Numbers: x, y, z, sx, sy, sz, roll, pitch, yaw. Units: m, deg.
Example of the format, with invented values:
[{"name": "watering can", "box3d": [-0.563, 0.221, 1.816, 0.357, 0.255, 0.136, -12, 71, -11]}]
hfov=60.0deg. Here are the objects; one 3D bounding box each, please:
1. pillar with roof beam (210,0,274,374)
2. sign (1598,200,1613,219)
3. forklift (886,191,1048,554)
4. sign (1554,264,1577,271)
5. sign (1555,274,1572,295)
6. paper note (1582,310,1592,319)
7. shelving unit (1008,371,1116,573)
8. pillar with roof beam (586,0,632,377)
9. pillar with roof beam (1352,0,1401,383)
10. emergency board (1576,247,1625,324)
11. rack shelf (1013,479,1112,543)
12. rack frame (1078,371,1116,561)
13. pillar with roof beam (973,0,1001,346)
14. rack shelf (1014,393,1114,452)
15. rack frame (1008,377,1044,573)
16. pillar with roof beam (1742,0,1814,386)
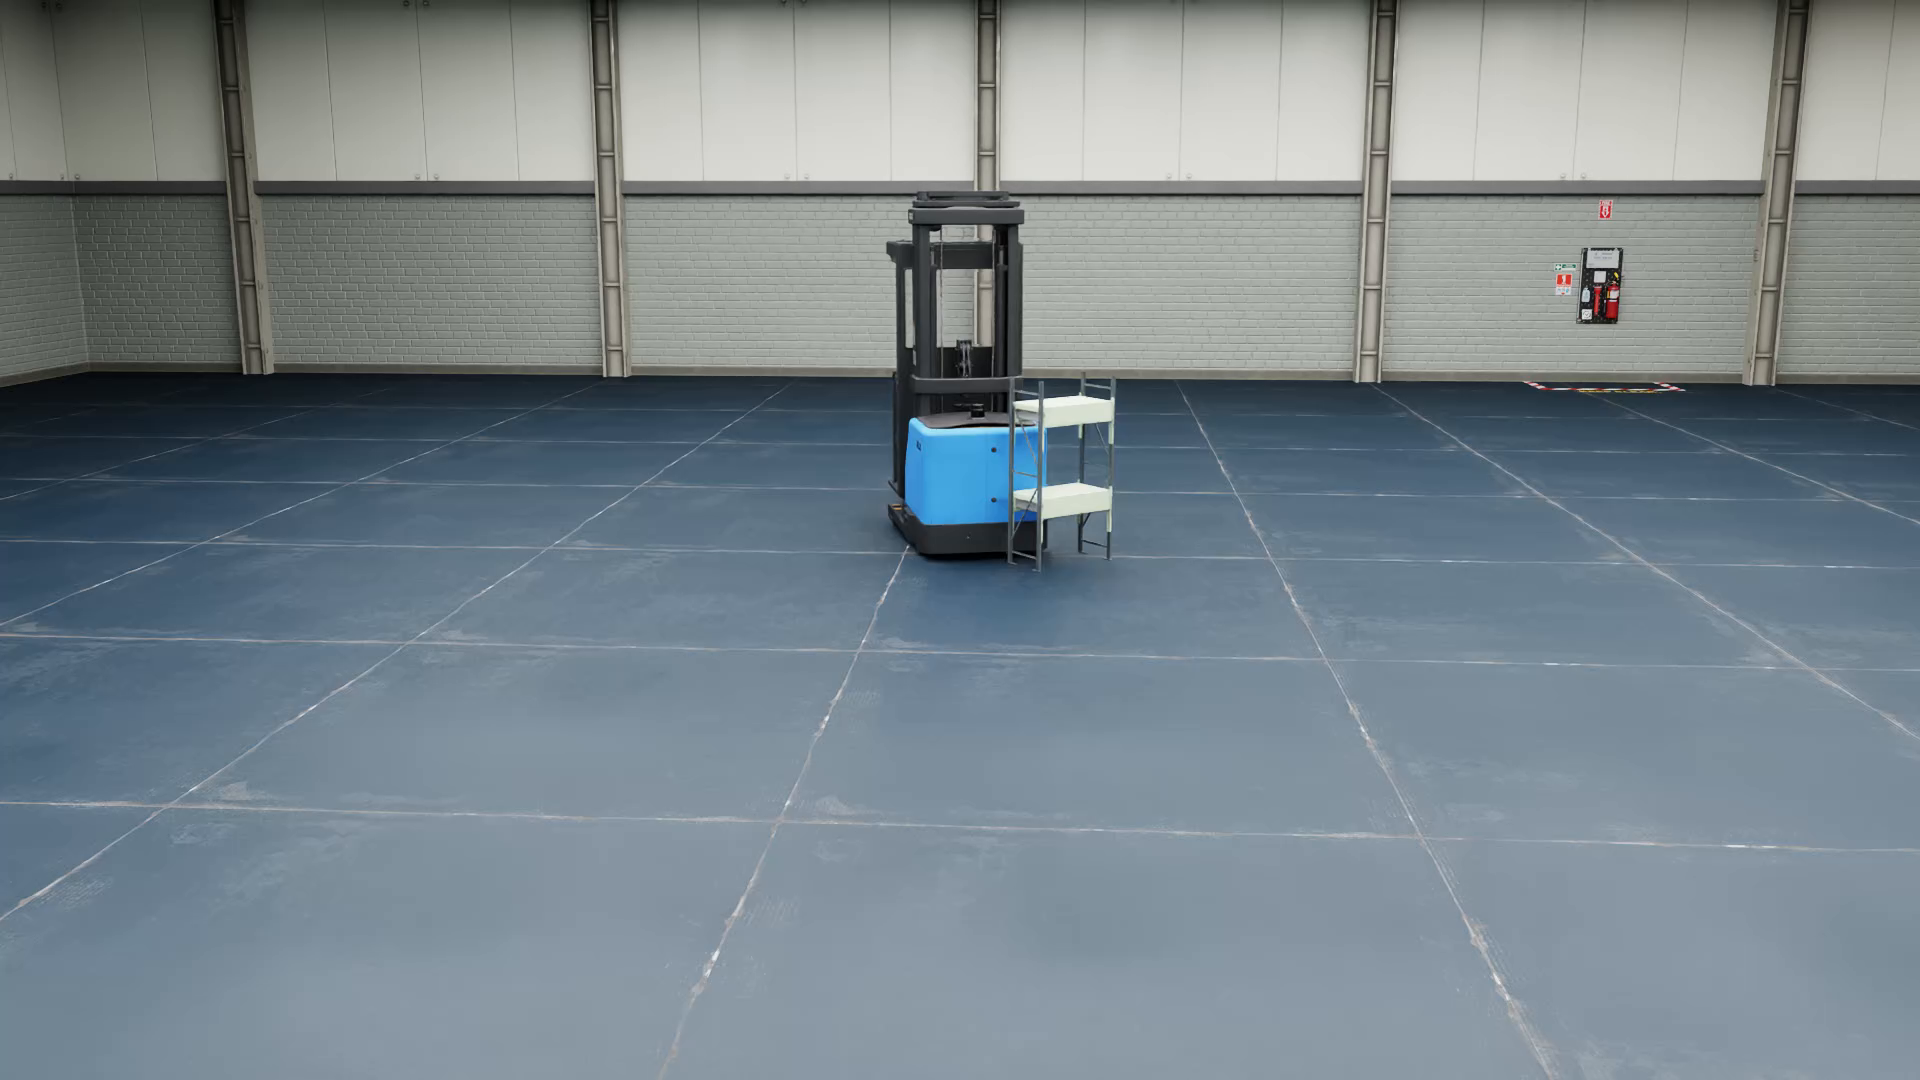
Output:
[{"name": "pillar with roof beam", "box3d": [-11.838, -6.272, 22.275, 0.400, 9.000, 9.100, 1, 12, 4]}, {"name": "sign", "box3d": [9.932, -5.084, 25.583, 0.199, 0.298, 0.001, 1, 12, 4]}, {"name": "forklift", "box3d": [-0.046, -1.571, 14.621, 1.130, 2.935, 3.031, -2, 12, -10]}, {"name": "sign", "box3d": [9.392, -4.232, 25.792, 0.331, 0.109, 0.001, 1, 12, 4]}, {"name": "sign", "box3d": [9.388, -3.975, 25.856, 0.234, 0.329, 0.001, 1, 12, 4]}, {"name": "paper note", "box3d": [9.761, -3.514, 25.892, 0.142, 0.148, 0.016, 1, 12, 4]}, {"name": "shelving unit", "box3d": [0.809, -0.557, 13.260, 0.755, 1.500, 0.431, -9, 15, -35]}, {"name": "pillar with roof beam", "box3d": [-5.851, -6.190, 21.882, 0.400, 9.000, 9.100, 1, 12, 4]}, {"name": "pillar with roof beam", "box3d": [6.122, -6.026, 21.097, 0.400, 9.000, 9.100, 1, 12, 4]}, {"name": "emergency board", "box3d": [9.933, -3.928, 25.722, 0.643, 1.169, 0.194, 1, 12, 4]}, {"name": "rack shelf", "box3d": [0.807, -0.238, 13.328, 0.720, 0.370, 0.431, -9, 15, -35]}, {"name": "rack frame", "box3d": [1.104, -0.601, 13.471, 0.023, 1.500, 0.400, -9, 15, -35]}, {"name": "pillar with roof beam", "box3d": [0.136, -6.108, 21.490, 0.400, 9.000, 9.100, 1, 12, 4]}, {"name": "rack shelf", "box3d": [0.810, -0.938, 13.178, 0.720, 0.370, 0.431, -9, 15, -35]}, {"name": "rack frame", "box3d": [0.513, -0.513, 13.048, 0.023, 1.500, 0.400, -9, 15, -35]}, {"name": "pillar with roof beam", "box3d": [12.109, -5.944, 20.705, 0.400, 9.000, 9.100, 1, 12, 4]}]
